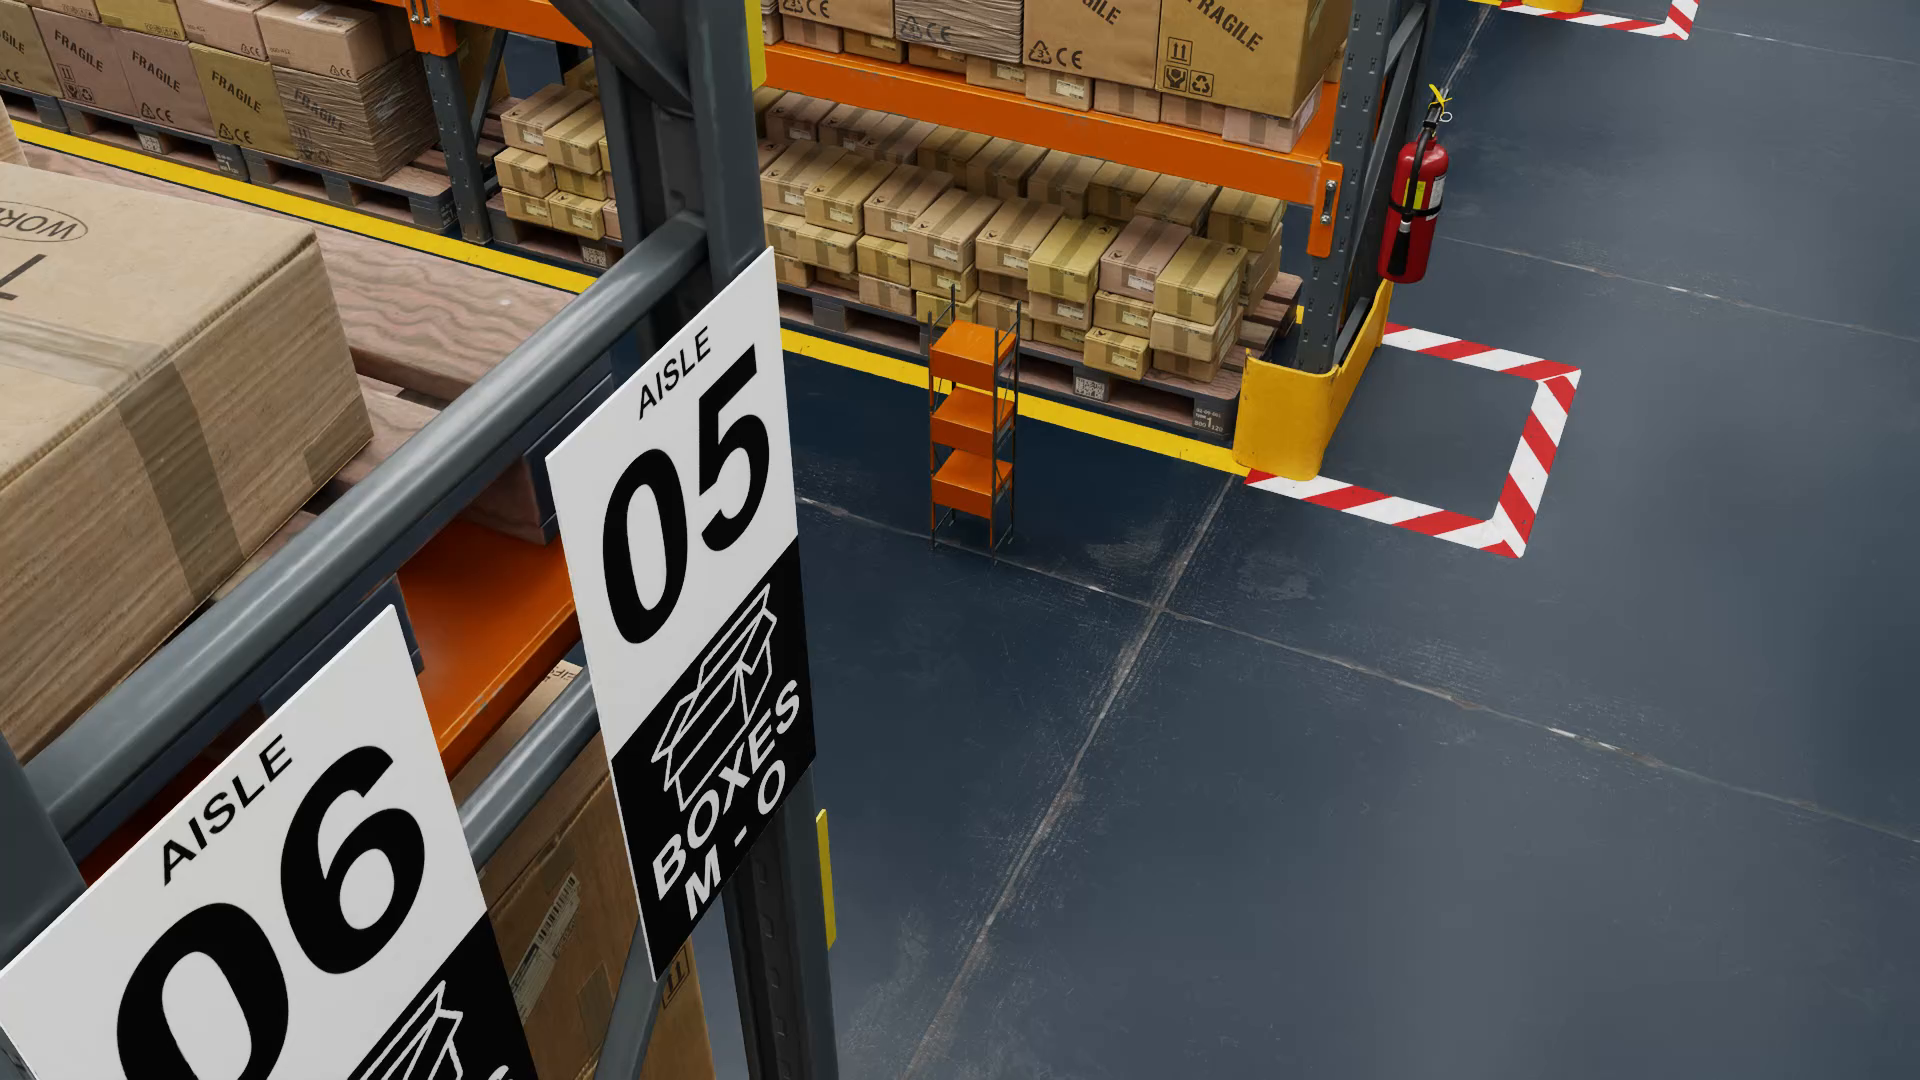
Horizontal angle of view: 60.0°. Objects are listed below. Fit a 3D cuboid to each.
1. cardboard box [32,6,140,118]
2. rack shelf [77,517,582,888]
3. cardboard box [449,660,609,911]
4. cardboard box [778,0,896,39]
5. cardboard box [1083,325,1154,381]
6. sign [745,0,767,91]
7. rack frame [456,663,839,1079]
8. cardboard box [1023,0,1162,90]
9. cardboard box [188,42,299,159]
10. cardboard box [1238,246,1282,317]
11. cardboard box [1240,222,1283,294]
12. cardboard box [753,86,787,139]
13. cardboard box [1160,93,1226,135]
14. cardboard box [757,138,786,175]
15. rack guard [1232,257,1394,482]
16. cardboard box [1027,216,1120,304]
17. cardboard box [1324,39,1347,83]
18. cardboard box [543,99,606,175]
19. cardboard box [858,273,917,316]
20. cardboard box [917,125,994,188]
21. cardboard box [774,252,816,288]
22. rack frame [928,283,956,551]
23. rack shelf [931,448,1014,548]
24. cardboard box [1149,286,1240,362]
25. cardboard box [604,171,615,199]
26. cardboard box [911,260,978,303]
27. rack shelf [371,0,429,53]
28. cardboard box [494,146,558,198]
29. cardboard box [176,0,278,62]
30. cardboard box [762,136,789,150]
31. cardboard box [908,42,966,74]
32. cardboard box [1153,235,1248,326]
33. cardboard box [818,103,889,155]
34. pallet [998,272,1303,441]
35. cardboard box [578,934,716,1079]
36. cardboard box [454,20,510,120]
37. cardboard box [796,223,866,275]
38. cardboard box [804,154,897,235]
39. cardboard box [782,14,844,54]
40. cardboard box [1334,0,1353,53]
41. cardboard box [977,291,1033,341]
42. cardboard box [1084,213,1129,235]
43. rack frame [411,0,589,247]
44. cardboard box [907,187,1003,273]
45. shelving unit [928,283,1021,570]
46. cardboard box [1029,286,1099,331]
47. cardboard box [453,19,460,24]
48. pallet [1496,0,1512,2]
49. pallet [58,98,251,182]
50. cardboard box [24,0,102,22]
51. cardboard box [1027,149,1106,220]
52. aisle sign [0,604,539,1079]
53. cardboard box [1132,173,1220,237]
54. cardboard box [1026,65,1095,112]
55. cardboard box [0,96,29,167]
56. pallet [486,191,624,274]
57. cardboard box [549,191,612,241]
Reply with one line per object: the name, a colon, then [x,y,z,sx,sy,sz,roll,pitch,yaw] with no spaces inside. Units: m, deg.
cardboard box: [-4.257,-2.528,8.464,0.500,0.500,0.500,16,43,18]
rack shelf: [-2.279,-0.171,2.417,4.000,0.370,1.077,17,44,19]
cardboard box: [-0.671,0.321,2.255,0.250,0.149,0.380,18,44,20]
cardboard box: [-0.357,-2.268,6.273,0.500,0.500,0.500,19,44,21]
cardboard box: [0.694,-0.836,6.781,0.250,0.149,0.380,18,44,20]
sign: [-0.226,-0.577,1.608,0.005,0.325,0.100,17,44,19]
rack frame: [-0.466,1.244,2.524,0.127,3.000,1.000,17,44,19]
cardboard box: [0.554,-1.989,5.952,0.500,0.500,0.500,16,44,18]
cardboard box: [-3.332,-2.241,8.134,0.500,0.500,0.500,16,43,18]
cardboard box: [1.196,-1.138,7.129,0.250,0.149,0.380,18,44,19]
cardboard box: [1.169,-1.213,6.988,0.250,0.149,0.380,19,44,20]
cardboard box: [-0.978,-1.962,7.625,0.250,0.149,0.380,18,44,20]
cardboard box: [0.911,-1.641,6.045,0.250,0.149,0.380,17,44,19]
cardboard box: [-0.949,-1.588,7.193,0.250,0.149,0.380,18,44,20]
rack guard: [1.466,-0.798,6.789,0.348,0.500,1.175,17,44,19]
cardboard box: [0.456,-1.124,6.659,0.250,0.149,0.380,16,43,18]
cardboard box: [1.380,-1.911,6.357,0.250,0.149,0.380,17,44,18]
cardboard box: [-1.641,-1.806,7.445,0.250,0.149,0.380,19,44,21]
cardboard box: [-0.235,-1.142,7.134,0.250,0.149,0.380,18,44,19]
cardboard box: [0.003,-1.728,7.355,0.250,0.149,0.380,18,44,19]
cardboard box: [-0.703,-1.284,7.298,0.250,0.149,0.380,16,43,17]
rack frame: [-0.062,-0.416,5.928,0.008,1.050,0.200,17,44,19]
rack shelf: [0.048,-0.164,6.078,0.240,0.259,0.215,17,44,19]
cardboard box: [0.936,-0.893,6.618,0.250,0.149,0.380,16,43,18]
cardboard box: [-1.393,-1.670,7.516,0.250,0.149,0.380,17,44,18]
cardboard box: [-0.010,-1.171,6.940,0.250,0.149,0.380,18,44,19]
rack shelf: [-3.902,-3.112,8.099,4.000,0.370,1.077,17,44,19]
cardboard box: [-1.897,-1.733,7.588,0.250,0.149,0.380,19,44,21]
cardboard box: [-3.332,-2.534,7.898,0.500,0.250,0.500,19,44,21]
cardboard box: [-0.744,-1.807,7.673,0.250,0.149,0.380,18,44,20]
cardboard box: [-0.010,-1.959,6.411,0.250,0.149,0.380,15,43,17]
cardboard box: [0.948,-1.024,6.543,0.250,0.149,0.380,17,44,19]
cardboard box: [-0.444,-1.874,7.524,0.250,0.149,0.380,16,43,17]
pallet: [0.745,-0.935,7.168,1.213,0.211,1.003,17,44,19]
cardboard box: [-0.780,0.903,2.842,0.500,0.500,0.500,17,44,18]
cardboard box: [-2.647,-2.406,8.323,0.500,0.500,0.500,19,44,20]
cardboard box: [-0.496,-1.313,7.103,0.250,0.149,0.380,17,44,19]
cardboard box: [-0.460,-1.470,7.057,0.250,0.149,0.380,17,44,19]
cardboard box: [-0.495,-2.079,6.551,0.250,0.149,0.380,19,44,20]
cardboard box: [1.245,-2.160,6.149,0.500,0.500,0.500,19,44,21]
cardboard box: [0.262,-1.021,6.994,0.250,0.149,0.380,17,44,19]
cardboard box: [0.685,-1.338,7.132,0.250,0.149,0.380,18,44,19]
rack frame: [-2.090,-2.830,7.224,0.127,3.000,1.000,17,44,19]
cardboard box: [-0.019,-1.275,6.833,0.250,0.149,0.380,19,44,20]
shelving unit: [0.048,-0.382,5.889,0.252,1.050,0.215,17,44,19]
cardboard box: [0.464,-1.035,6.783,0.250,0.149,0.380,15,43,17]
cardboard box: [-2.648,-2.689,8.077,0.500,0.250,0.500,15,43,17]
pallet: [2.966,-3.759,10.426,1.213,0.211,1.003,17,44,19]
pallet: [-3.906,-2.328,8.774,1.213,0.211,1.003,17,44,19]
cardboard box: [-4.290,-2.815,8.223,0.500,0.250,0.500,17,44,19]
cardboard box: [0.469,-1.545,7.144,0.250,0.149,0.380,15,43,17]
aisle sign: [-0.532,0.466,1.438,0.004,0.787,0.394,17,44,19]
cardboard box: [0.903,-1.380,6.954,0.250,0.149,0.380,18,44,19]
cardboard box: [0.436,-1.758,6.180,0.250,0.149,0.380,18,44,20]
cardboard box: [-1.355,-0.429,1.959,0.250,0.149,0.380,19,44,20]
pallet: [-1.466,-1.611,7.947,1.213,0.211,1.003,17,44,19]
cardboard box: [-1.655,-1.546,7.599,0.250,0.149,0.380,18,44,20]
